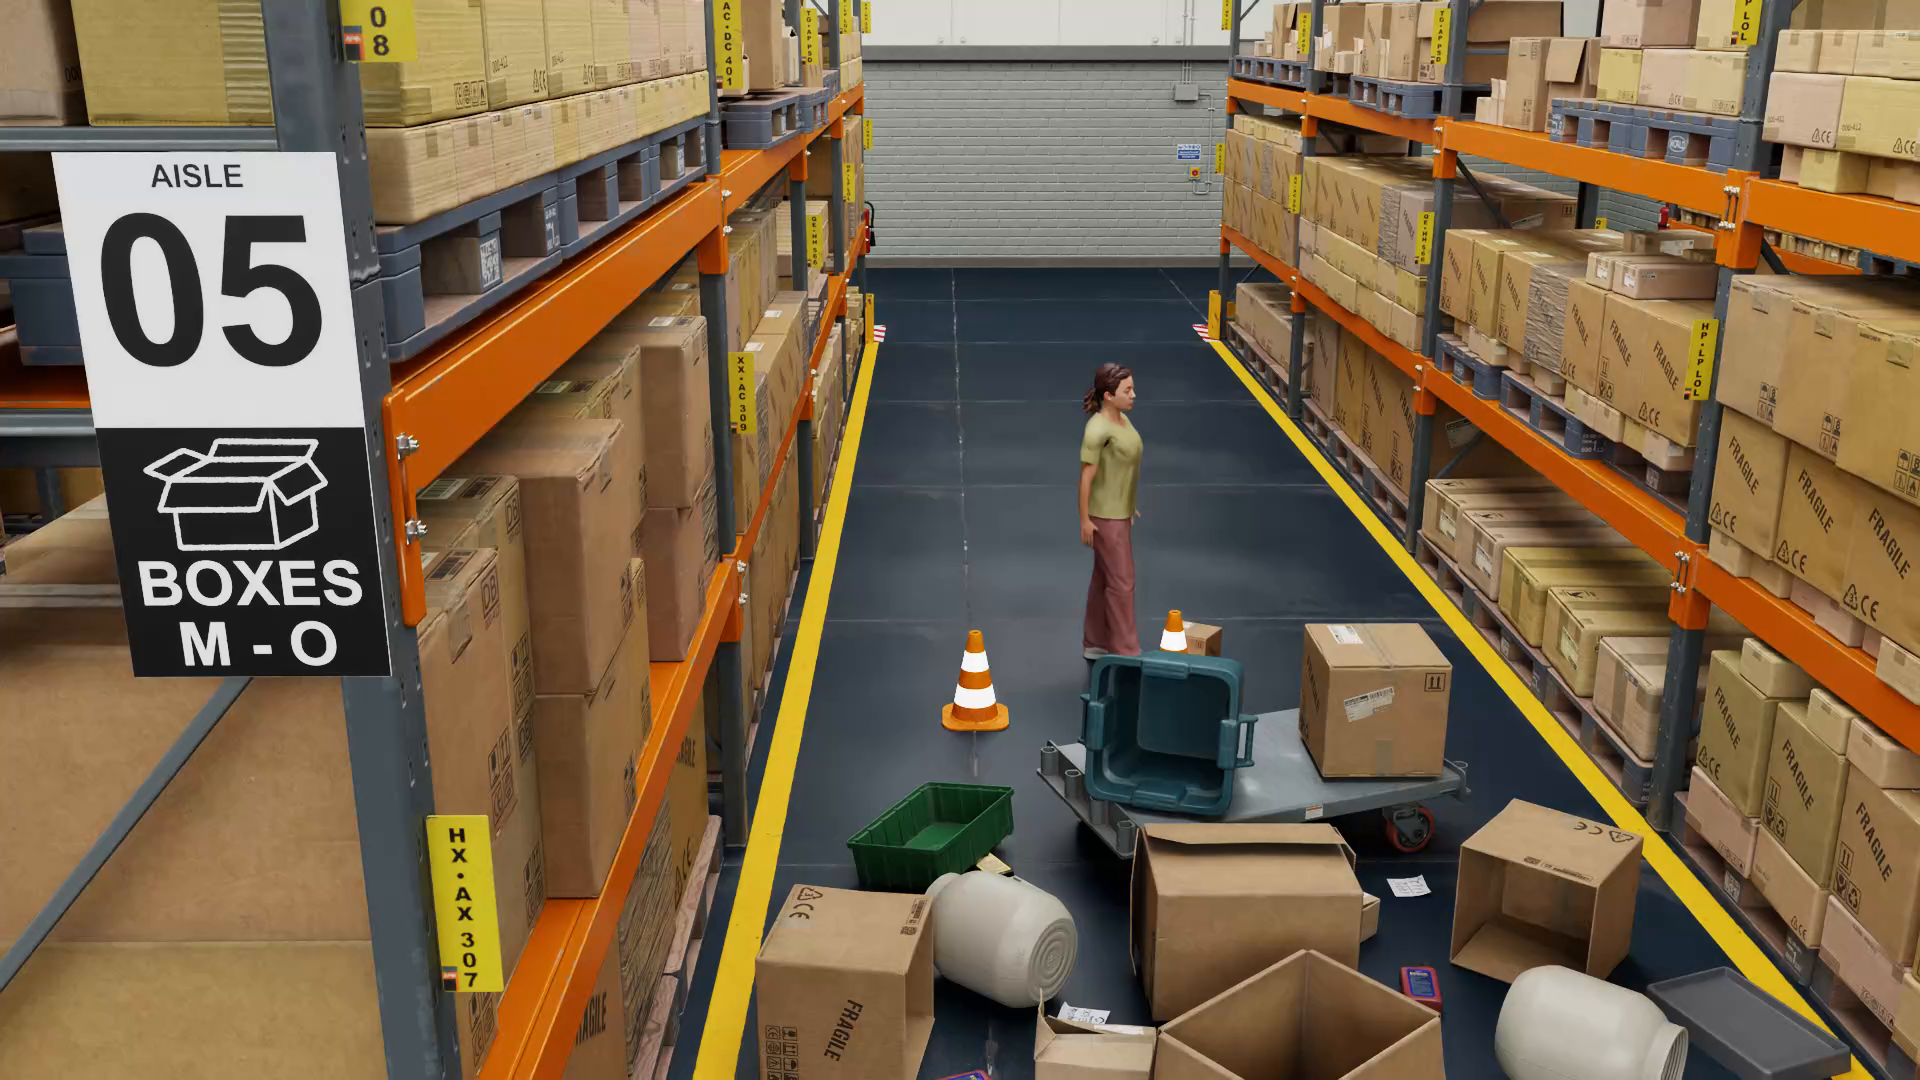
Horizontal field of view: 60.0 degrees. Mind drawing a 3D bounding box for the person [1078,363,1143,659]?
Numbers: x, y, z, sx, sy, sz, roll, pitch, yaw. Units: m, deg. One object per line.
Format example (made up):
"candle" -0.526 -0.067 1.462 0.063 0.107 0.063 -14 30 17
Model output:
"person" 0.897 -0.110 8.934 0.519 1.703 0.471 6 18 19
